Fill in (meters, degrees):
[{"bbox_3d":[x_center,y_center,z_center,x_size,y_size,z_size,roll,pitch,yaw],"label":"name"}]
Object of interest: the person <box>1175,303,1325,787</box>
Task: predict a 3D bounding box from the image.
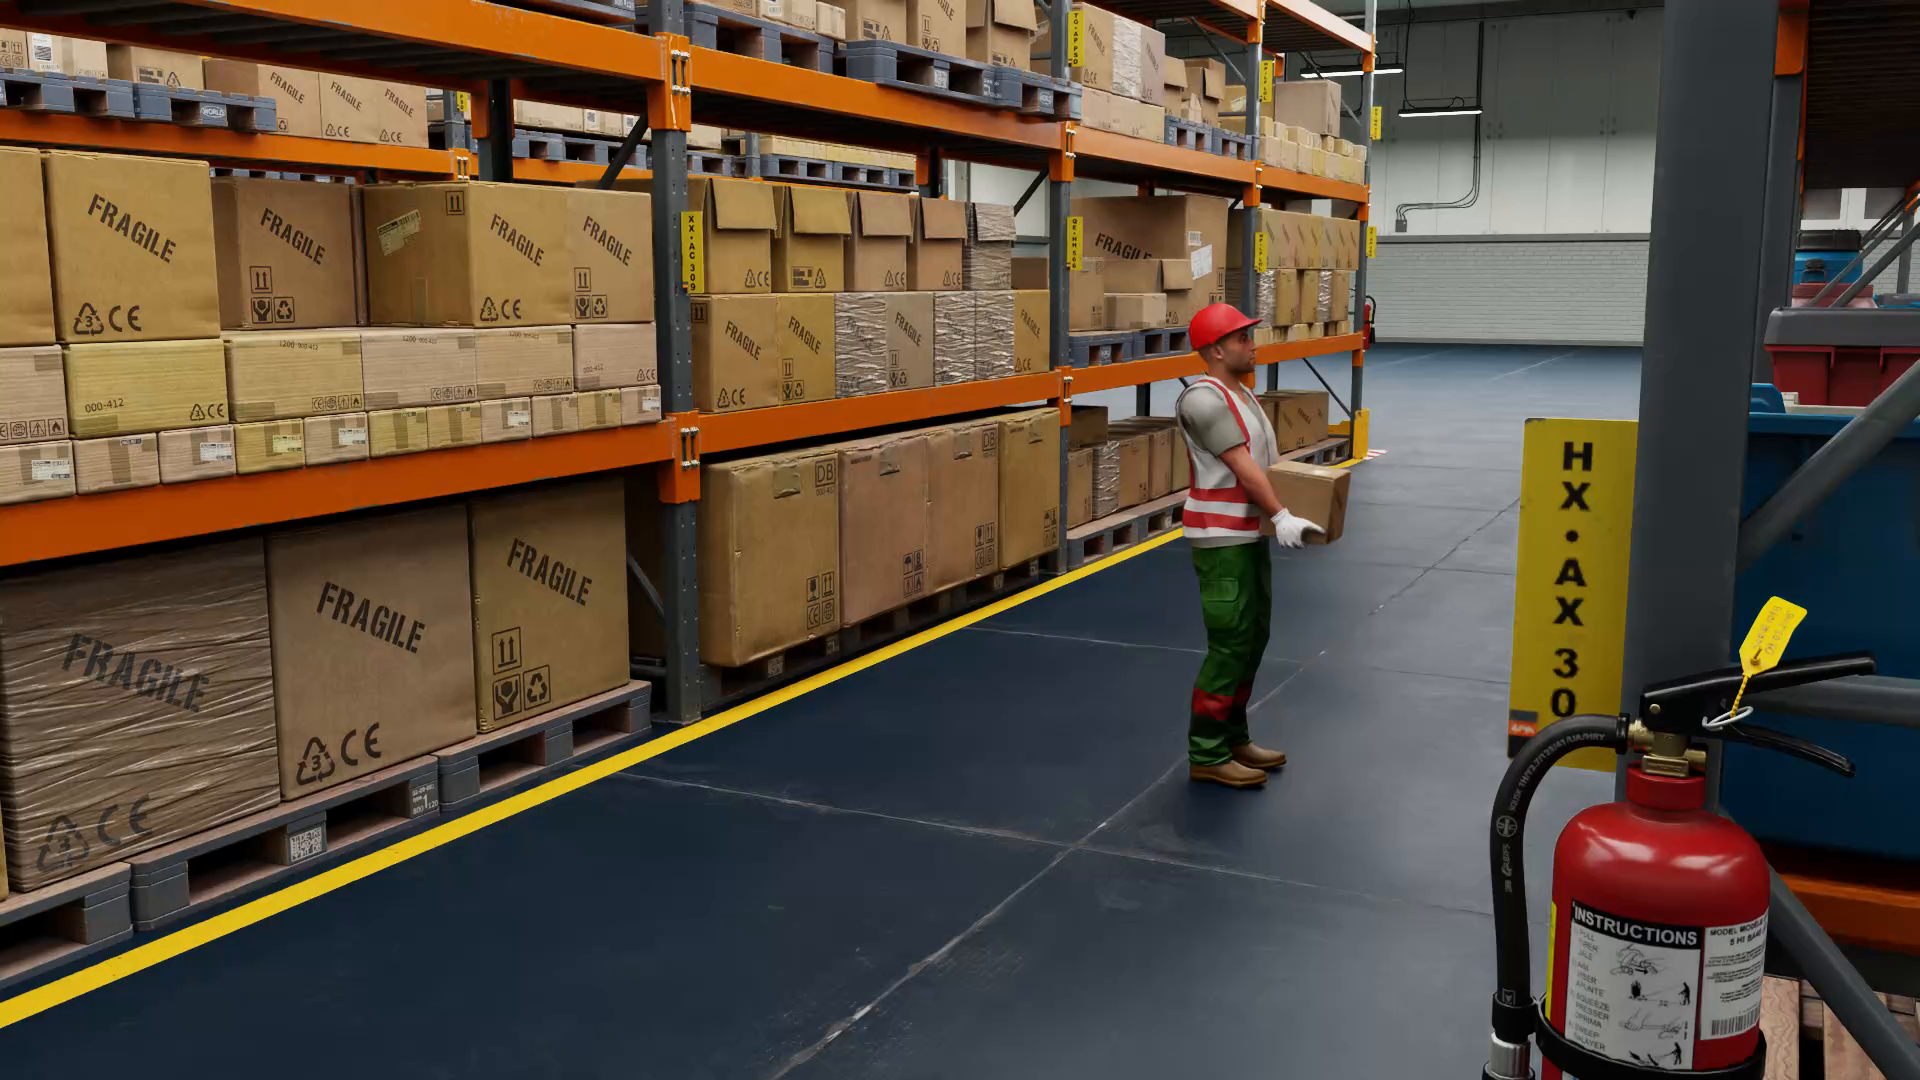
[{"bbox_3d":[1.112,0.016,6.207,0.573,1.782,0.494,4,10,26],"label":"person"}]
